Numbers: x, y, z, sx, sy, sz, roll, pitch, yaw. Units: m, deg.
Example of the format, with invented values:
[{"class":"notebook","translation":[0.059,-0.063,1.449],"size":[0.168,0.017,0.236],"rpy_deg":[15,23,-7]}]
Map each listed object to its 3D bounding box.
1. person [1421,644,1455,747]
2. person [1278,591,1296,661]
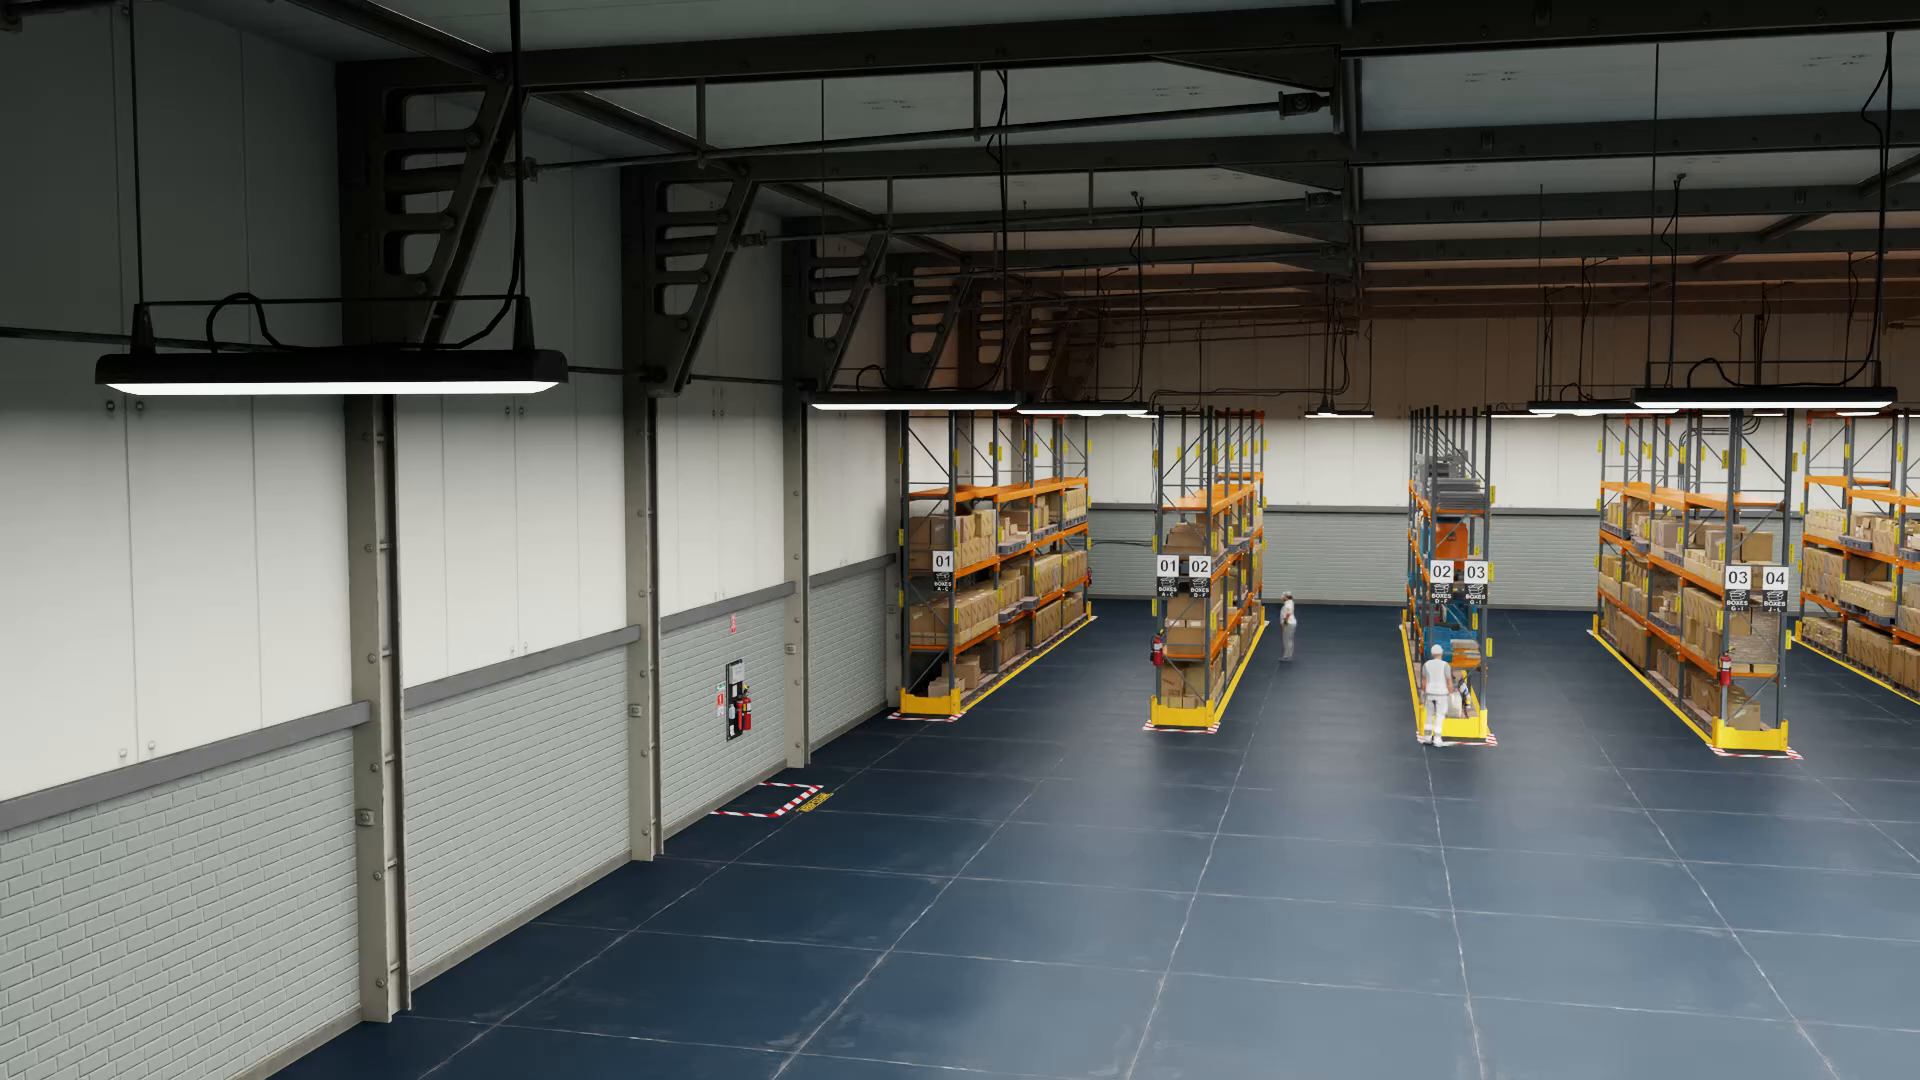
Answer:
[{"class":"person","translation":[8.436,2.750,29.280],"size":[0.410,1.837,0.616],"rpy_deg":[-4,6,-44]},{"class":"person","translation":[7.791,2.049,39.592],"size":[0.406,1.670,0.495],"rpy_deg":[1,4,13]}]
